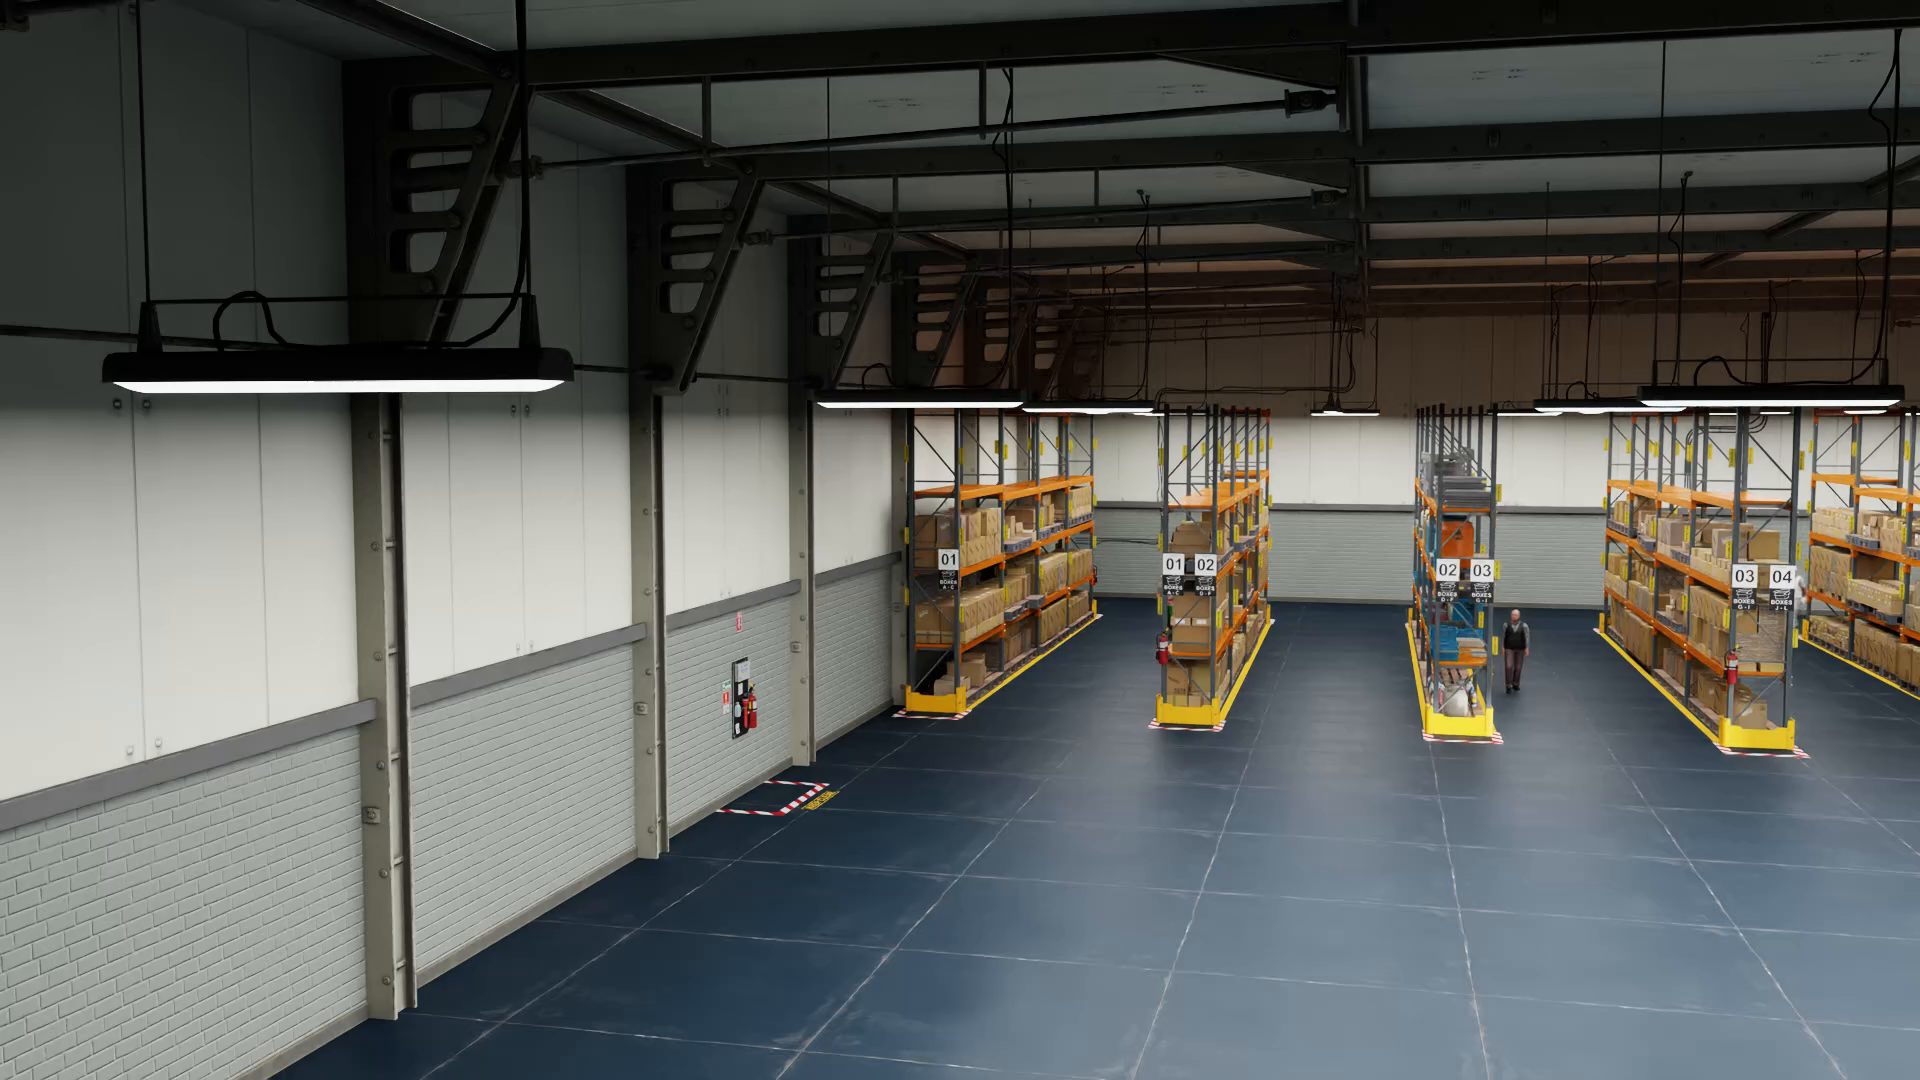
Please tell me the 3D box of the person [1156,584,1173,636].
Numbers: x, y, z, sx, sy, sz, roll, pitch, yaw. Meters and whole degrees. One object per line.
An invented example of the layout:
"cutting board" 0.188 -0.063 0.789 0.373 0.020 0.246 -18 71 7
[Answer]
"person" 5.511 1.699 43.801 0.687 1.686 0.642 2 5 24

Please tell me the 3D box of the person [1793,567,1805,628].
"person" 22.535 1.552 45.036 1.079 1.715 0.599 -4 6 -41

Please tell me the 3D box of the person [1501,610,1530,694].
"person" 11.638 2.345 34.824 0.562 1.769 0.565 1 4 12
